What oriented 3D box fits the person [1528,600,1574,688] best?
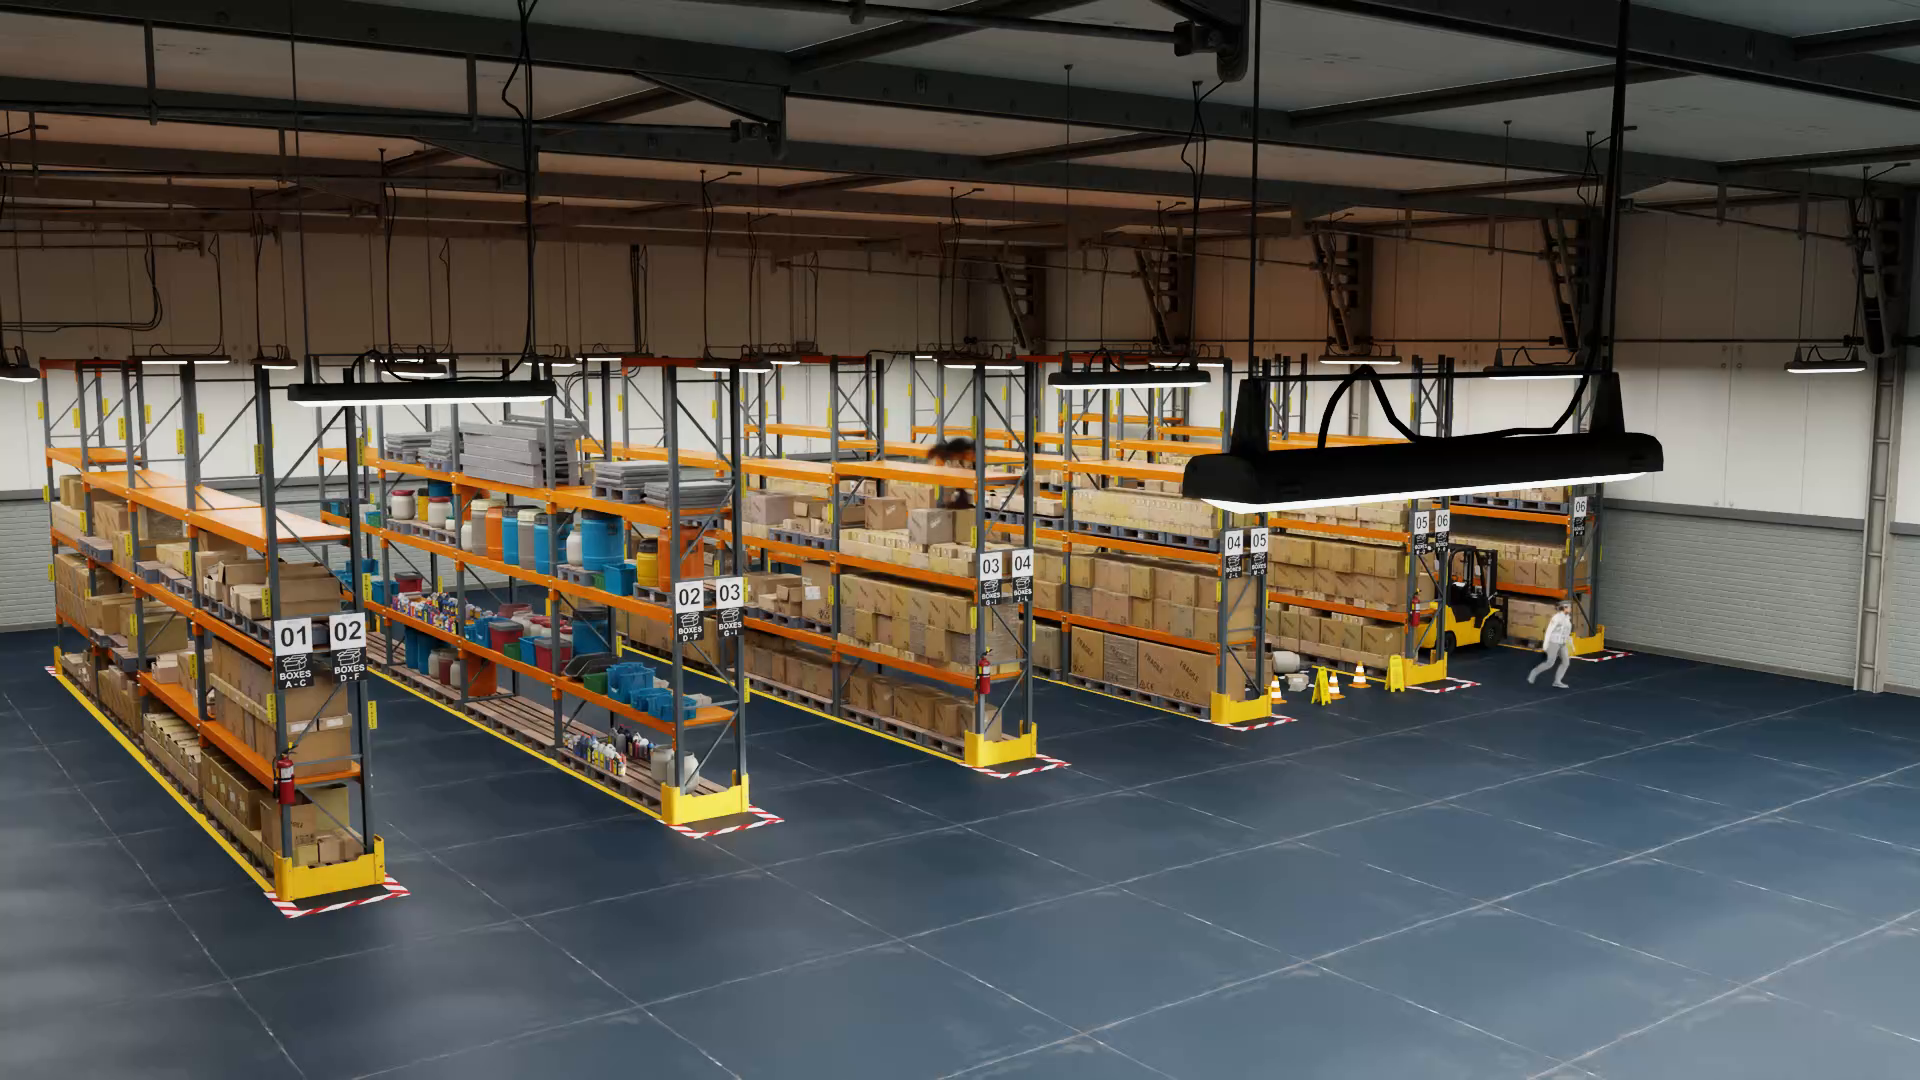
[{"bbox_3d":[10.849,1.876,30.441,0.681,1.618,0.661,-6,9,-41],"label":"person"}]

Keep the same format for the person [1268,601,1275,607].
[{"bbox_3d":[7.026,1.142,36.084,0.642,1.708,0.967,-6,9,-42],"label":"person"}]
